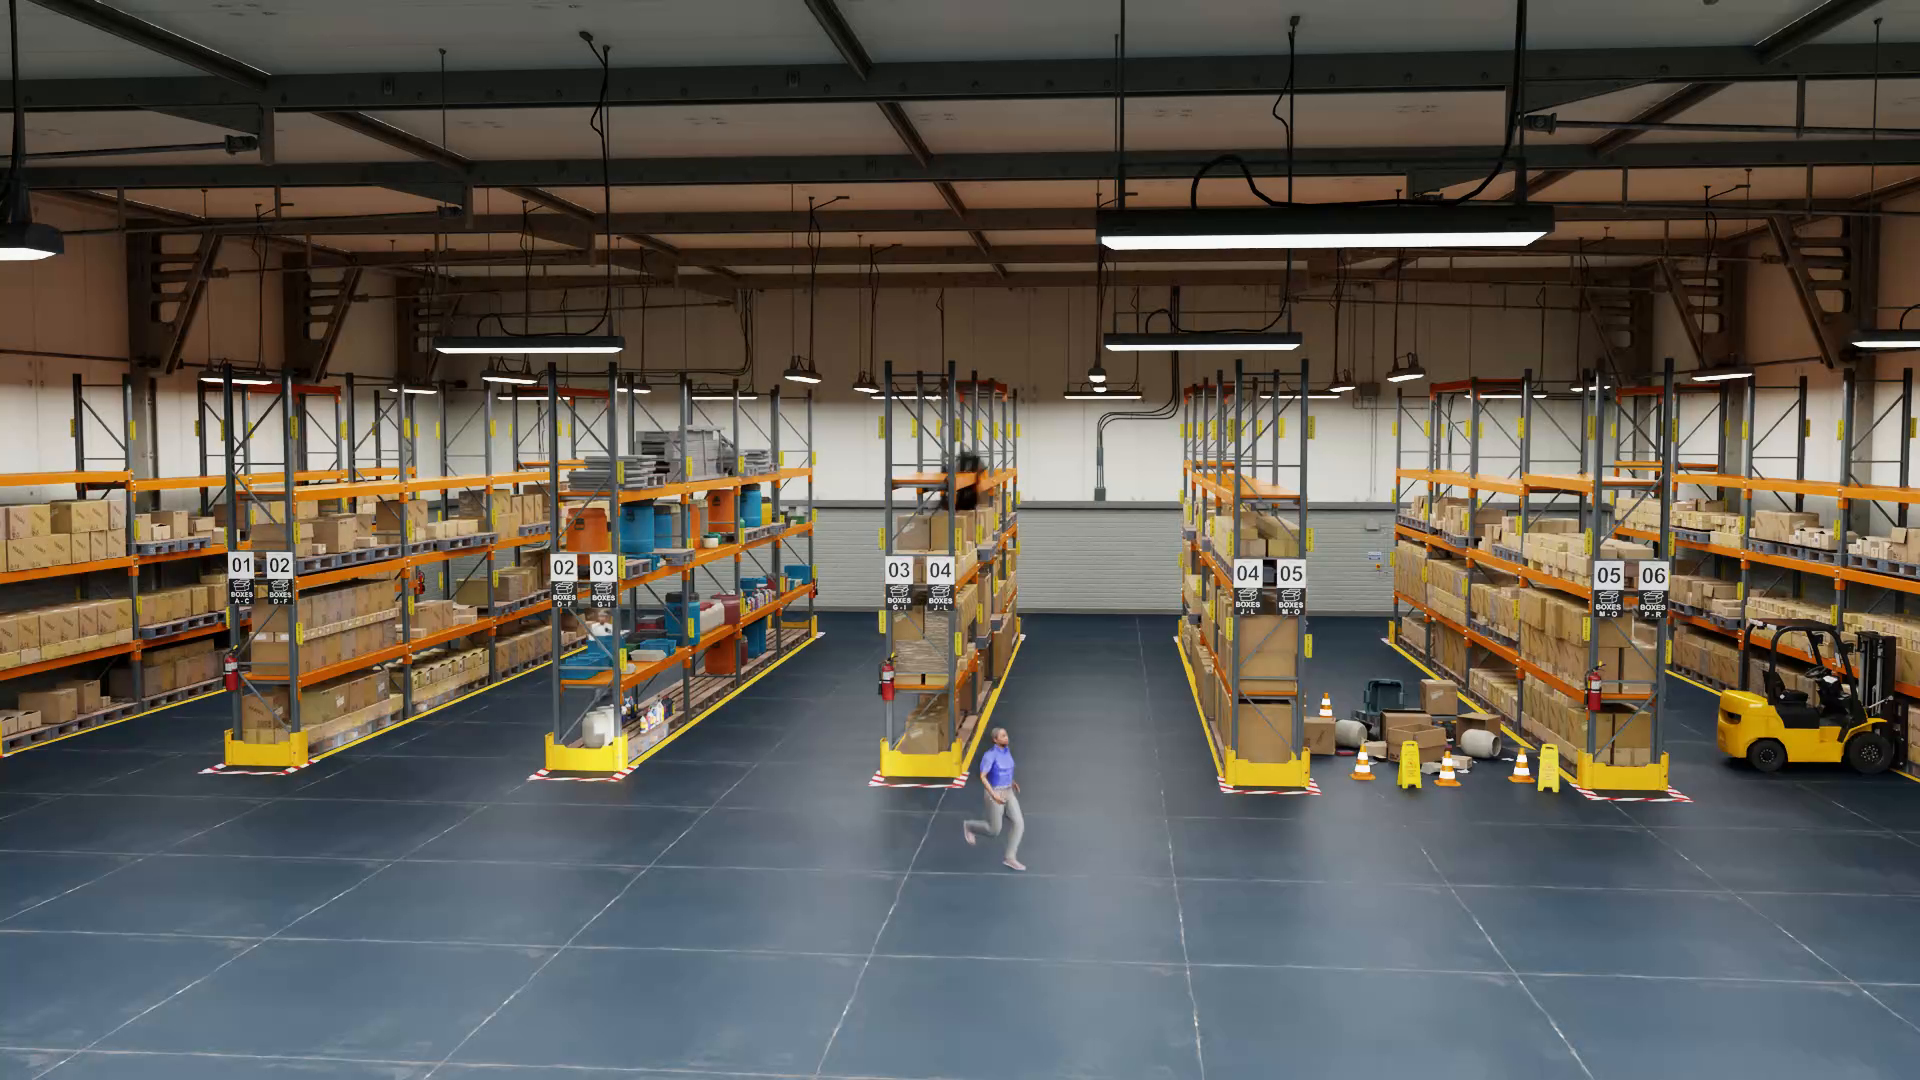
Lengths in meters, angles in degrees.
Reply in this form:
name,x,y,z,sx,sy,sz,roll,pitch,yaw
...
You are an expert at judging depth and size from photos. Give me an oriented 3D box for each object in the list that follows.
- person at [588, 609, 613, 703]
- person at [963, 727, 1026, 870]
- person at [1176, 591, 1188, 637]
name,x,y,z,sx,sy,sz,roll,pitch,yaw
person,-6.629,2.138,30.846,0.593,1.754,0.741,0,4,-4
person,0.426,2.958,19.177,0.803,1.619,0.572,3,5,41
person,5.645,1.498,40.421,0.909,1.675,0.588,-1,4,-15
